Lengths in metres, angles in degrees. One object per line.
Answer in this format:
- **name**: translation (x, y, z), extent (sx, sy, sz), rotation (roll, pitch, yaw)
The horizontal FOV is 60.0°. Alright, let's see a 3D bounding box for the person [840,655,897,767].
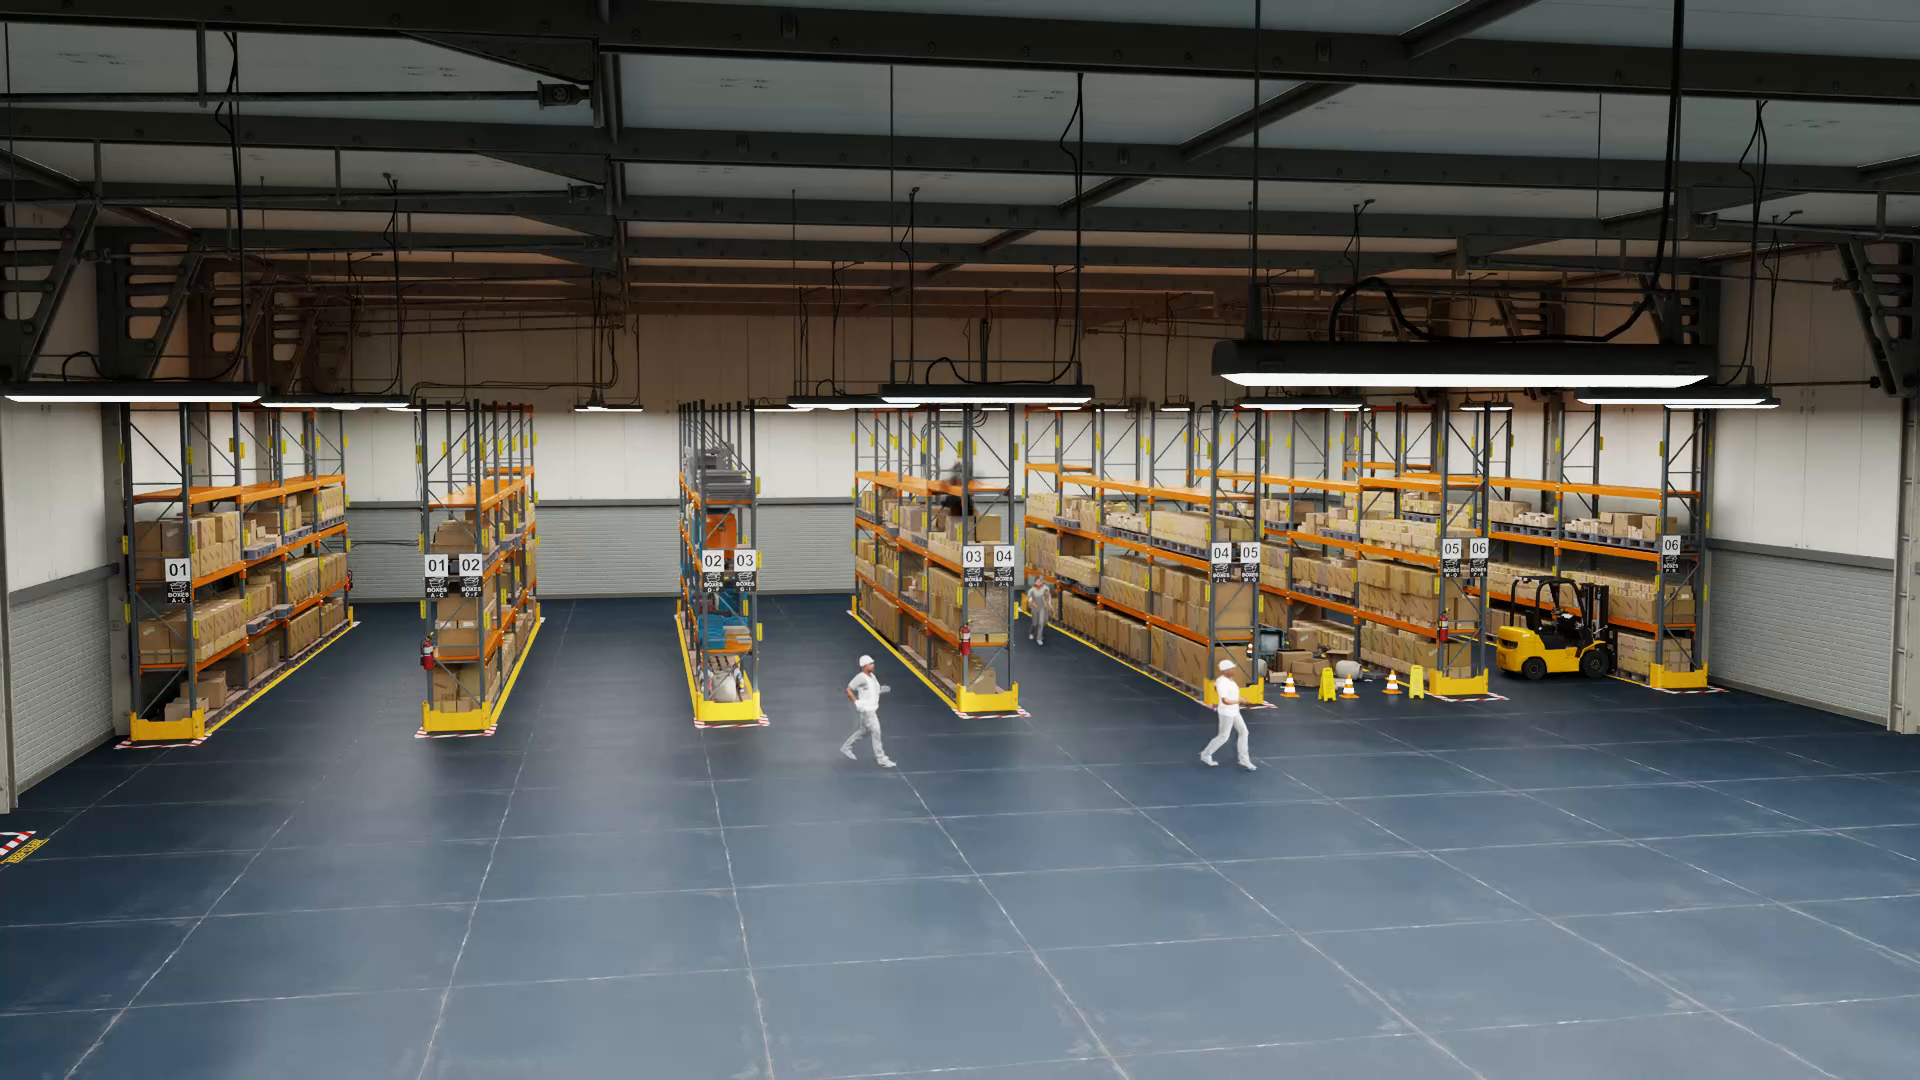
- **person**: translation (-1.497, 2.761, 27.019), extent (0.986, 1.777, 0.679), rotation (1, 4, 12)

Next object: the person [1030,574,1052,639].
- **person**: translation (2.082, 1.698, 42.542), extent (0.614, 1.658, 0.526), rotation (-1, 4, -14)

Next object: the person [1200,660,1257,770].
- **person**: translation (4.347, 2.819, 26.851), extent (0.896, 1.785, 0.704), rotation (2, 5, 22)

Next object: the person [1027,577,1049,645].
- **person**: translation (1.948, 1.759, 41.679), extent (0.590, 1.668, 0.771), rotation (-1, 4, -13)
